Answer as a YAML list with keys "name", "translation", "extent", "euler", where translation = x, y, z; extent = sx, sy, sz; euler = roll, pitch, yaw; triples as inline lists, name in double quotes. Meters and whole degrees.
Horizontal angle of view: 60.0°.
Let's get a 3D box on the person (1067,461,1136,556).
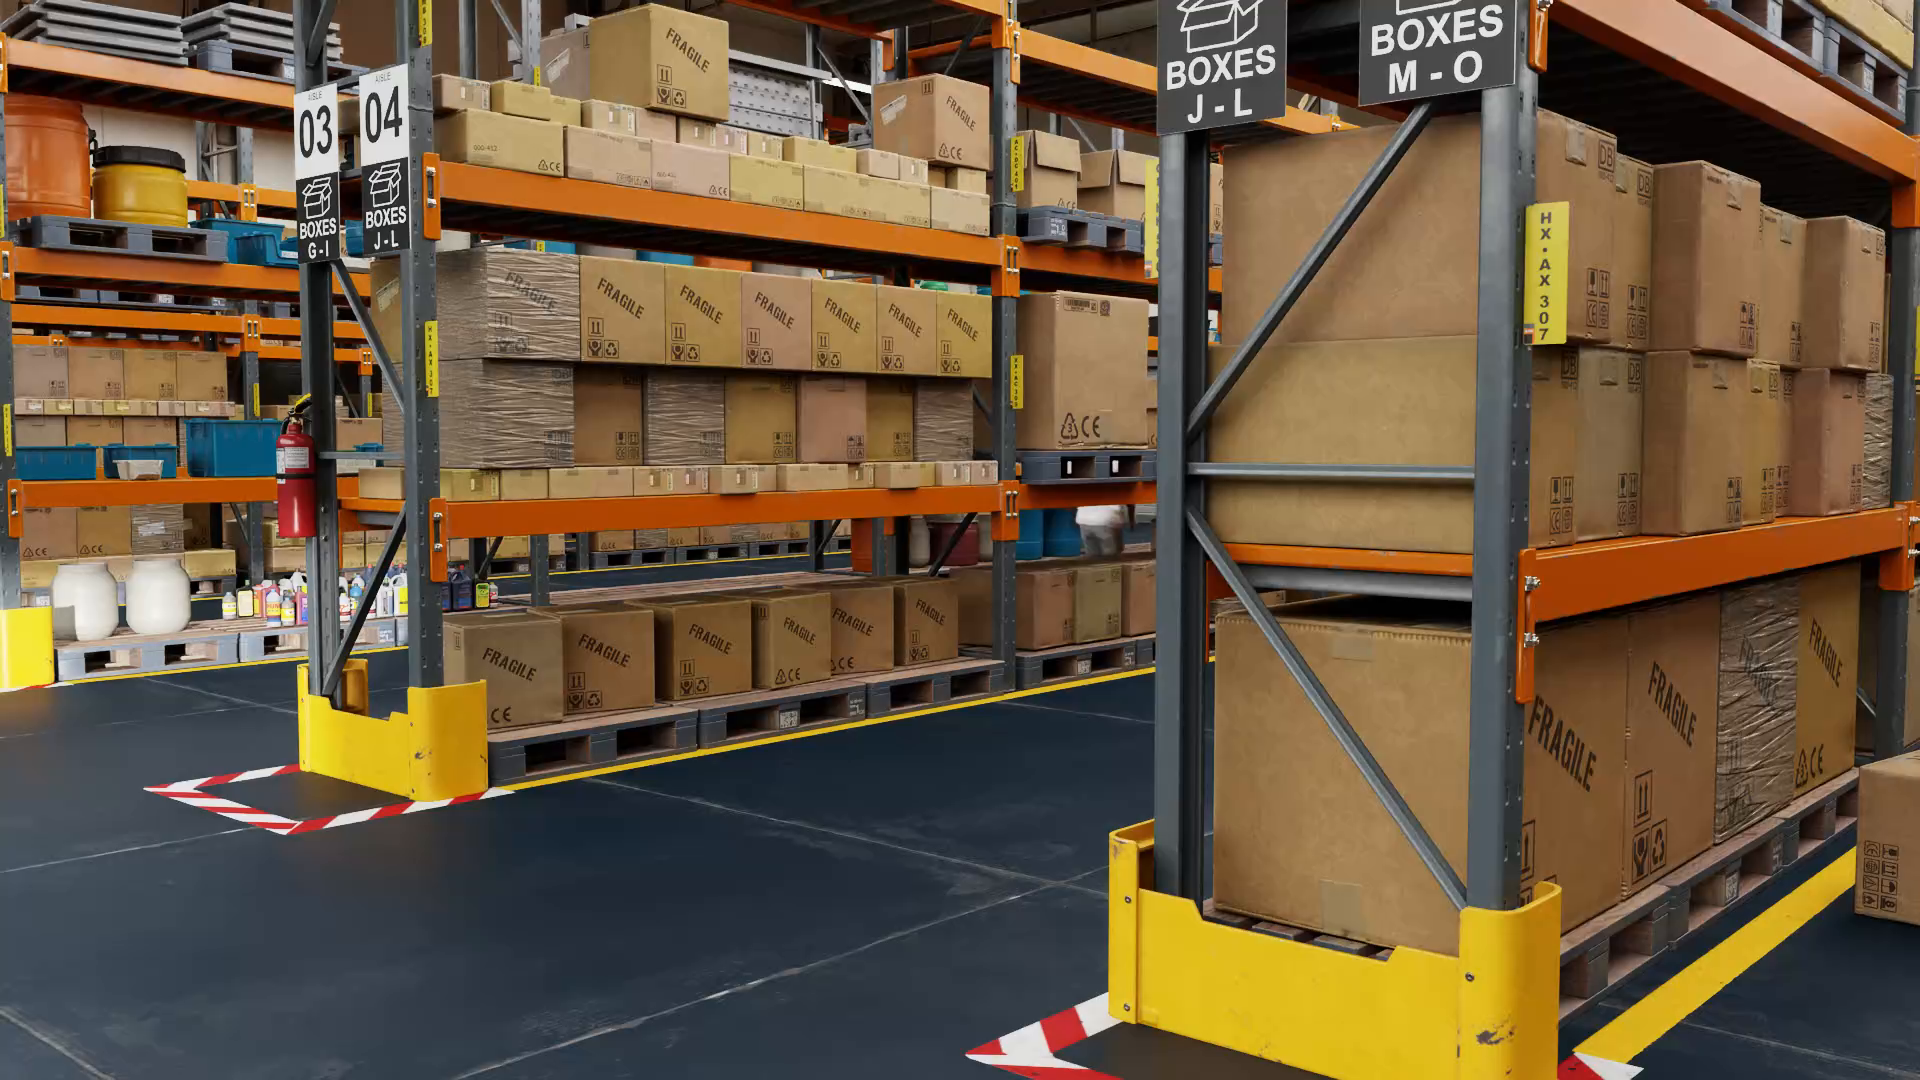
- name: "person"
  translation: [1.188, -0.122, 14.365]
  extent: [0.727, 1.666, 0.767]
  euler: [2, 4, 33]
